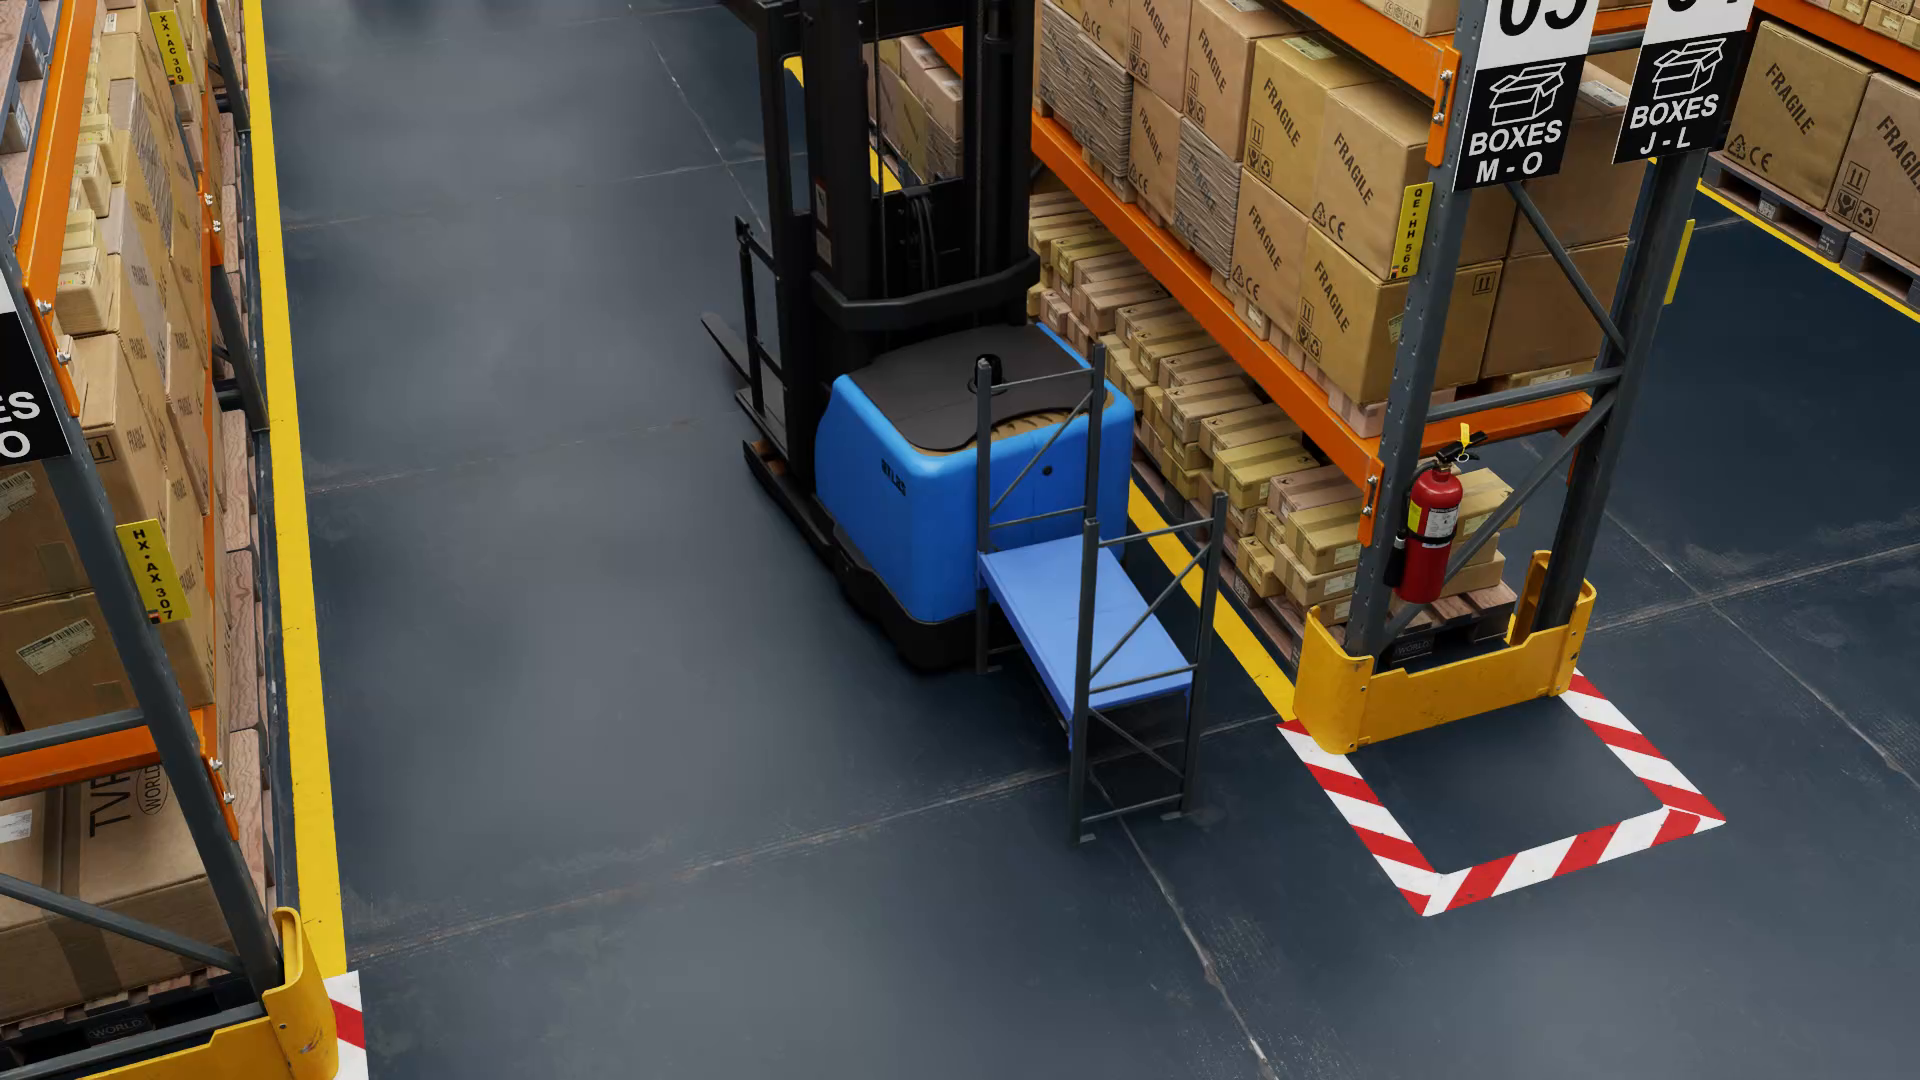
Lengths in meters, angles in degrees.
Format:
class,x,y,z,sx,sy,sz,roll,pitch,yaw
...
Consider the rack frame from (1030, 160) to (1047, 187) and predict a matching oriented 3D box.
class,x,y,z,sx,sy,sz,roll,pitch,yaw
rack frame,0.603,-2.767,8.930,1.000,3.000,0.127,-12,39,-16

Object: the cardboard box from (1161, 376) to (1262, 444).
class,x,y,z,sx,sy,sz,roll,pitch,yaw
cardboard box,1.144,-0.594,7.571,0.380,0.149,0.250,-11,38,-14

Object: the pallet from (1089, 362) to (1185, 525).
class,x,y,z,sx,sy,sz,roll,pitch,yaw
pallet,1.291,-0.590,8.358,1.003,0.211,1.213,-12,39,-16

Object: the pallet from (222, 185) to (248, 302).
class,x,y,z,sx,sy,sz,roll,pitch,yaw
pallet,-4.770,-1.681,9.807,1.003,0.211,1.213,-12,39,-16

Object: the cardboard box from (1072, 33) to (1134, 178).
class,x,y,z,sx,sy,sz,roll,pitch,yaw
cardboard box,0.853,-2.023,7.613,0.500,0.500,0.500,-13,39,-17

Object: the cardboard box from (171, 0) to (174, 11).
class,x,y,z,sx,sy,sz,roll,pitch,yaw
cardboard box,-4.093,-2.714,7.945,0.500,0.500,0.500,-13,39,-16

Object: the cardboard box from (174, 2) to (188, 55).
class,x,y,z,sx,sy,sz,roll,pitch,yaw
cardboard box,-4.102,-2.420,8.179,0.500,0.250,0.500,-12,39,-15

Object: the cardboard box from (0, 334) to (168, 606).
class,x,y,z,sx,sy,sz,roll,pitch,yaw
cardboard box,-2.531,-0.194,4.601,0.500,0.500,0.500,-13,39,-17

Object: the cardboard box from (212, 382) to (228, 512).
class,x,y,z,sx,sy,sz,roll,pitch,yaw
cardboard box,-3.895,-0.452,7.637,0.875,0.438,0.875,-13,39,-17

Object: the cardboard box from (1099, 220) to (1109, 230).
class,x,y,z,sx,sy,sz,roll,pitch,yaw
cardboard box,1.010,-1.802,9.423,0.380,0.149,0.250,-12,39,-15

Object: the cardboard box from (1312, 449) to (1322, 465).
class,x,y,z,sx,sy,sz,roll,pitch,yaw
cardboard box,1.856,-0.335,7.722,0.380,0.149,0.250,-12,39,-15

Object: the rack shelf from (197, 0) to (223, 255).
class,x,y,z,sx,sy,sz,roll,pitch,yaw
rack shelf,-4.698,-2.527,9.210,1.077,0.370,4.000,-12,39,-16

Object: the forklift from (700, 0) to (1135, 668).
class,x,y,z,sx,sy,sz,roll,pitch,yaw
forklift,-0.406,-1.508,7.317,1.130,2.935,3.031,-18,40,-22

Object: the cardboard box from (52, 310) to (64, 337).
class,x,y,z,sx,sy,sz,roll,pitch,yaw
cardboard box,-2.653,-0.515,4.487,0.380,0.149,0.250,-12,38,-15

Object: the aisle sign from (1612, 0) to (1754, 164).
class,x,y,z,sx,sy,sz,roll,pitch,yaw
aisle sign,2.286,-1.566,5.175,0.394,0.787,0.004,-12,39,-16

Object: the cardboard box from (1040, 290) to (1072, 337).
class,x,y,z,sx,sy,sz,roll,pitch,yaw
cardboard box,0.653,-1.243,8.928,0.380,0.149,0.250,-13,39,-16

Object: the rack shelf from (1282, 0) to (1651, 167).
class,x,y,z,sx,sy,sz,roll,pitch,yaw
rack shelf,1.291,-2.547,6.744,1.077,0.370,4.000,-12,39,-16

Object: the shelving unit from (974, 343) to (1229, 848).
class,x,y,z,sx,sy,sz,roll,pitch,yaw
shelving unit,0.473,0.205,6.232,0.538,1.500,1.048,-12,39,-15

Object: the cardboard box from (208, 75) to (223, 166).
class,x,y,z,sx,sy,sz,roll,pitch,yaw
cardboard box,-5.227,-2.856,10.465,0.875,0.875,0.875,-13,39,-16

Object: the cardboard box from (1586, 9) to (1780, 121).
class,x,y,z,sx,sy,sz,roll,pitch,yaw
cardboard box,5.056,-3.413,11.205,1.225,0.875,0.875,-12,39,-16

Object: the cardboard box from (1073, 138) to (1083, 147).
class,x,y,z,sx,sy,sz,roll,pitch,yaw
cardboard box,0.781,-2.013,8.139,0.380,0.149,0.250,-14,39,-18

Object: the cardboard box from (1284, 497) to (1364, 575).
class,x,y,z,sx,sy,sz,roll,pitch,yaw
cardboard box,1.559,-0.020,6.810,0.380,0.149,0.250,-12,39,-15

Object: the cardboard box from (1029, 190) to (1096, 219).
class,x,y,z,sx,sy,sz,roll,pitch,yaw
cardboard box,0.527,-1.796,9.167,0.380,0.149,0.250,-11,38,-14

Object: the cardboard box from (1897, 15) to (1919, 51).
class,x,y,z,sx,sy,sz,roll,pitch,yaw
cardboard box,5.446,-2.810,9.197,0.380,0.149,0.250,-13,39,-17

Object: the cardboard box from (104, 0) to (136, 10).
class,x,y,z,sx,sy,sz,roll,pitch,yaw
cardboard box,-3.605,-2.275,6.824,0.380,0.149,0.250,-13,39,-17

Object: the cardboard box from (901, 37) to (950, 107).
class,x,y,z,sx,sy,sz,roll,pitch,yaw
cardboard box,-0.055,-2.897,10.208,0.500,0.250,0.500,-11,38,-14

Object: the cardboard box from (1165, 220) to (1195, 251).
class,x,y,z,sx,sy,sz,roll,pitch,yaw
cardboard box,1.135,-1.425,7.357,0.380,0.149,0.250,-12,39,-15

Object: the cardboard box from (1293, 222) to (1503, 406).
class,x,y,z,sx,sy,sz,roll,pitch,yaw
cardboard box,1.583,-0.866,6.076,0.500,0.500,0.500,-12,39,-15

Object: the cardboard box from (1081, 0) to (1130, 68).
class,x,y,z,sx,sy,sz,roll,pitch,yaw
cardboard box,0.867,-2.439,7.333,0.500,0.500,0.500,-12,39,-15

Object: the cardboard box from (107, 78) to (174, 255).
class,x,y,z,sx,sy,sz,roll,pitch,yaw
cardboard box,-3.237,-1.341,6.122,0.500,0.500,0.500,-12,39,-15

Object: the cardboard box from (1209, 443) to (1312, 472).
class,x,y,z,sx,sy,sz,roll,pitch,yaw
cardboard box,1.354,-0.360,7.508,0.380,0.149,0.250,-13,39,-16

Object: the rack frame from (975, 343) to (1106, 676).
class,x,y,z,sx,sy,sz,roll,pitch,yaw
rack frame,0.306,-0.084,6.615,0.500,1.500,0.032,-12,39,-15

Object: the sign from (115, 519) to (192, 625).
class,x,y,z,sx,sy,sz,roll,pitch,yaw
sign,-2.110,0.086,4.357,0.100,0.325,0.005,-12,39,-16

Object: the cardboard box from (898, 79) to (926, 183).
class,x,y,z,sx,sy,sz,roll,pitch,yaw
cardboard box,-0.064,-2.592,10.426,0.500,0.500,0.500,-13,39,-17

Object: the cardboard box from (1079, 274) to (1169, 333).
class,x,y,z,sx,sy,sz,roll,pitch,yaw
cardboard box,0.821,-1.192,8.365,0.380,0.149,0.250,-12,39,-15

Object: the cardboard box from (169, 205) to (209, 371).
class,x,y,z,sx,sy,sz,roll,pitch,yaw
cardboard box,-3.241,-0.945,6.428,0.500,0.500,0.500,-13,39,-17

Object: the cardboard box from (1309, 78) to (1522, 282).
class,x,y,z,sx,sy,sz,roll,pitch,yaw
cardboard box,1.588,-1.272,5.784,0.500,0.500,0.500,-13,39,-17

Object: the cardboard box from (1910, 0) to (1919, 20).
class,x,y,z,sx,sy,sz,roll,pitch,yaw
cardboard box,5.561,-2.902,8.987,0.500,0.250,0.500,-12,38,-15

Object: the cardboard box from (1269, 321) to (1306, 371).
class,x,y,z,sx,sy,sz,roll,pitch,yaw
cardboard box,1.451,-0.819,6.553,0.380,0.149,0.250,-13,39,-16

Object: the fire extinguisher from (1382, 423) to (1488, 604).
class,x,y,z,sx,sy,sz,roll,pitch,yaw
fire extinguisher,1.633,-0.089,5.749,0.296,0.674,0.183,-12,39,-16

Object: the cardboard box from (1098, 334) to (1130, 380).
class,x,y,z,sx,sy,sz,roll,pitch,yaw
cardboard box,0.906,-0.920,8.251,0.380,0.149,0.250,-13,39,-16

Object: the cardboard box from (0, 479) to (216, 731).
class,x,y,z,sx,sy,sz,roll,pitch,yaw
cardboard box,-2.529,0.205,4.902,0.500,0.500,0.500,-13,39,-16

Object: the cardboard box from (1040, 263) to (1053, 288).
class,x,y,z,sx,sy,sz,roll,pitch,yaw
cardboard box,0.599,-1.519,9.047,0.380,0.149,0.250,-12,39,-16

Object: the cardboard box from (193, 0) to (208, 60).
class,x,y,z,sx,sy,sz,roll,pitch,yaw
cardboard box,-4.418,-2.797,9.095,0.500,0.250,0.500,-13,39,-17

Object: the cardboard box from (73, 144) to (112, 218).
class,x,y,z,sx,sy,sz,roll,pitch,yaw
cardboard box,-2.928,-1.117,5.287,0.380,0.149,0.250,-12,39,-16

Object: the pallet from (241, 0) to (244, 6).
class,x,y,z,sx,sy,sz,roll,pitch,yaw
pallet,-6.494,-4.650,13.749,1.003,0.211,1.213,-12,39,-16

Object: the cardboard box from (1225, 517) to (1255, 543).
class,x,y,z,sx,sy,sz,roll,pitch,yaw
cardboard box,1.409,-0.081,7.385,0.380,0.149,0.250,-13,39,-16

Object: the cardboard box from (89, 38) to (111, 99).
class,x,y,z,sx,sy,sz,roll,pitch,yaw
cardboard box,-3.316,-1.687,6.044,0.380,0.149,0.250,-13,39,-16

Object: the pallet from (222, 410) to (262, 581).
class,x,y,z,sx,sy,sz,roll,pitch,yaw
pallet,-3.822,-0.125,7.740,1.003,0.211,1.213,-12,39,-16

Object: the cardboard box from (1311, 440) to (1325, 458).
class,x,y,z,sx,sy,sz,roll,pitch,yaw
cardboard box,1.845,-0.458,7.638,0.380,0.149,0.250,-11,38,-15

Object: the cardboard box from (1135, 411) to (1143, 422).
class,x,y,z,sx,sy,sz,roll,pitch,yaw
cardboard box,1.073,-0.666,8.162,0.380,0.149,0.250,-11,38,-15

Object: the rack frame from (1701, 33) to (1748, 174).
class,x,y,z,sx,sy,sz,roll,pitch,yaw
rack frame,5.295,-3.736,10.217,1.000,3.000,0.127,-12,39,-16
